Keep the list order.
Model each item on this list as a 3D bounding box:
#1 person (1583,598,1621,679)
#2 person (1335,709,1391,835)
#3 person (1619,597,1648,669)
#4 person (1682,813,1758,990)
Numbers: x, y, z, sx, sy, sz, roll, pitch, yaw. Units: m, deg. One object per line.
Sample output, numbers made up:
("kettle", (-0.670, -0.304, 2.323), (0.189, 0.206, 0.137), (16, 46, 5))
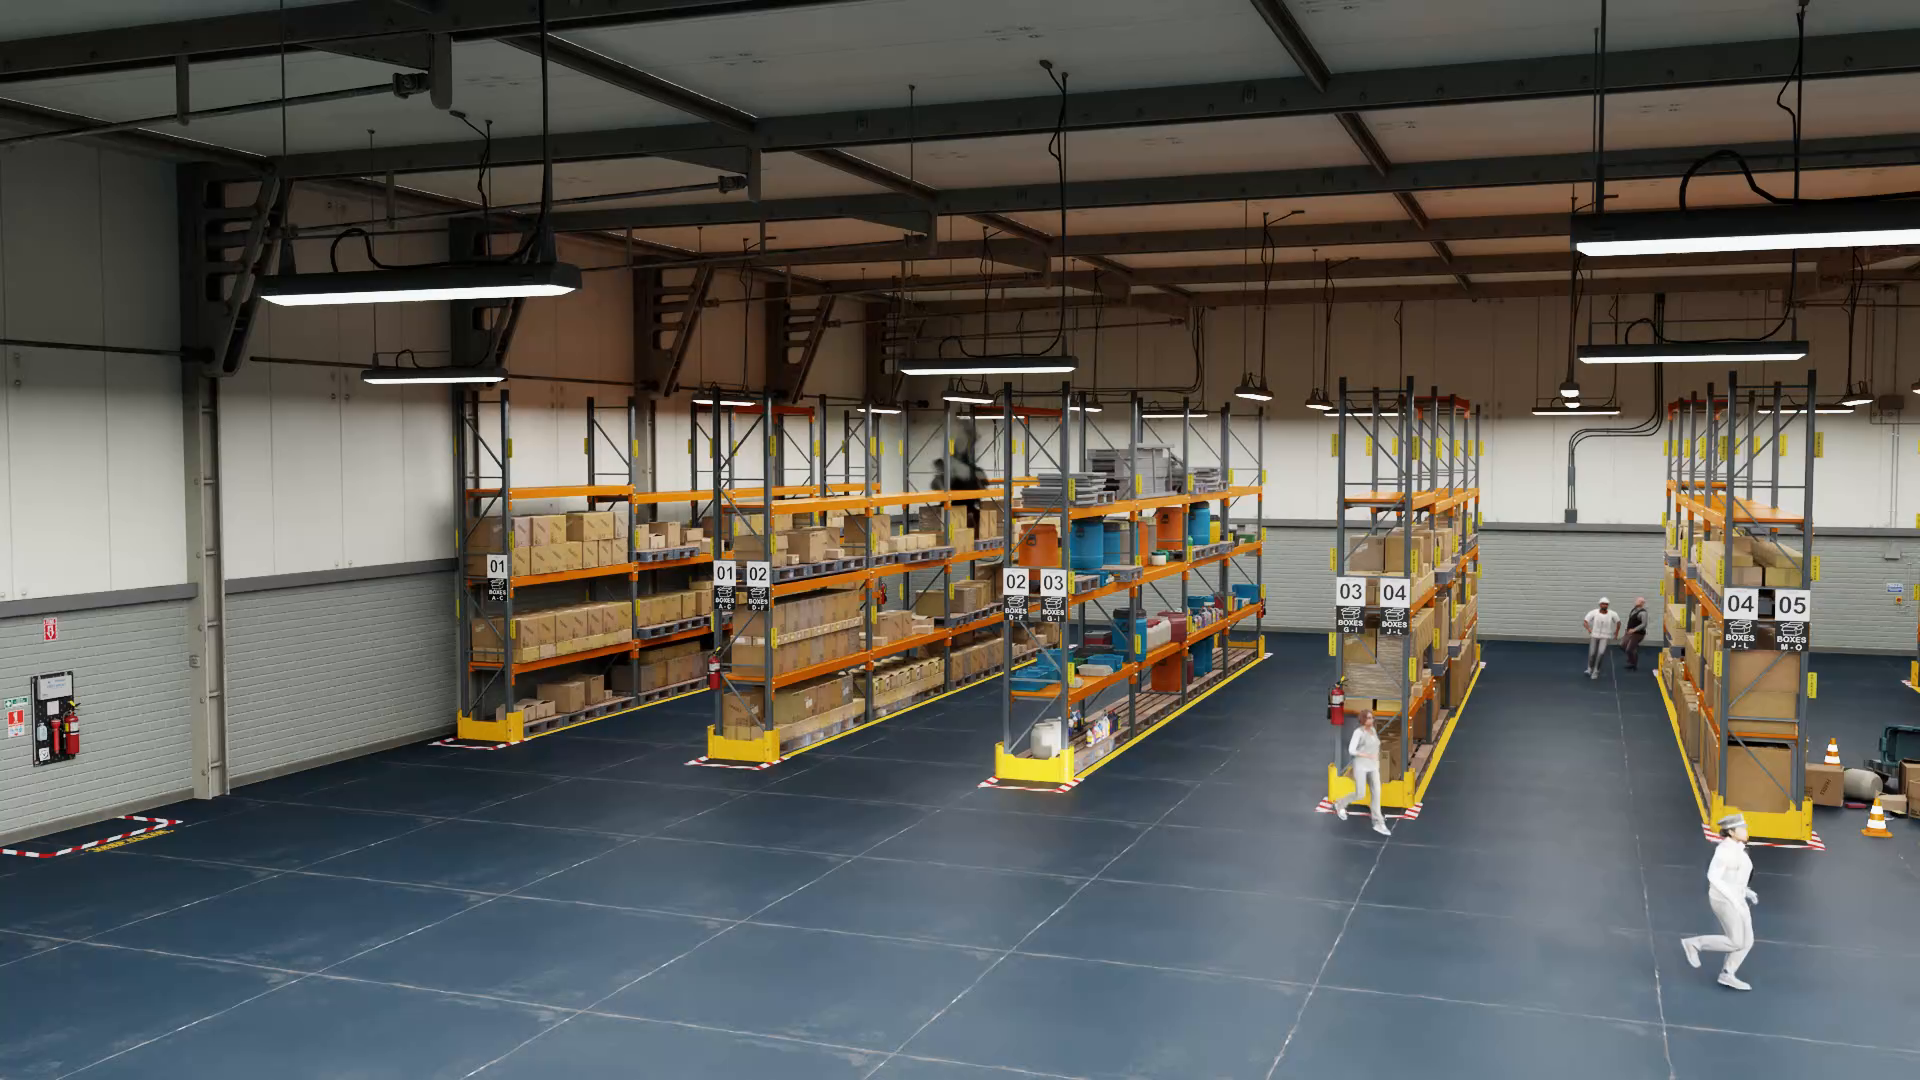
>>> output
("person", (13.985, 2.143, 36.288), (0.759, 1.790, 0.683), (2, 4, 27))
("person", (5.280, 2.995, 21.657), (0.546, 1.583, 0.859), (-2, 4, -33))
("person", (15.229, 2.109, 37.572), (0.545, 1.649, 0.683), (-1, 3, -11))
("person", (7.092, 3.335, 15.512), (0.593, 1.643, 0.603), (3, 4, 42))
